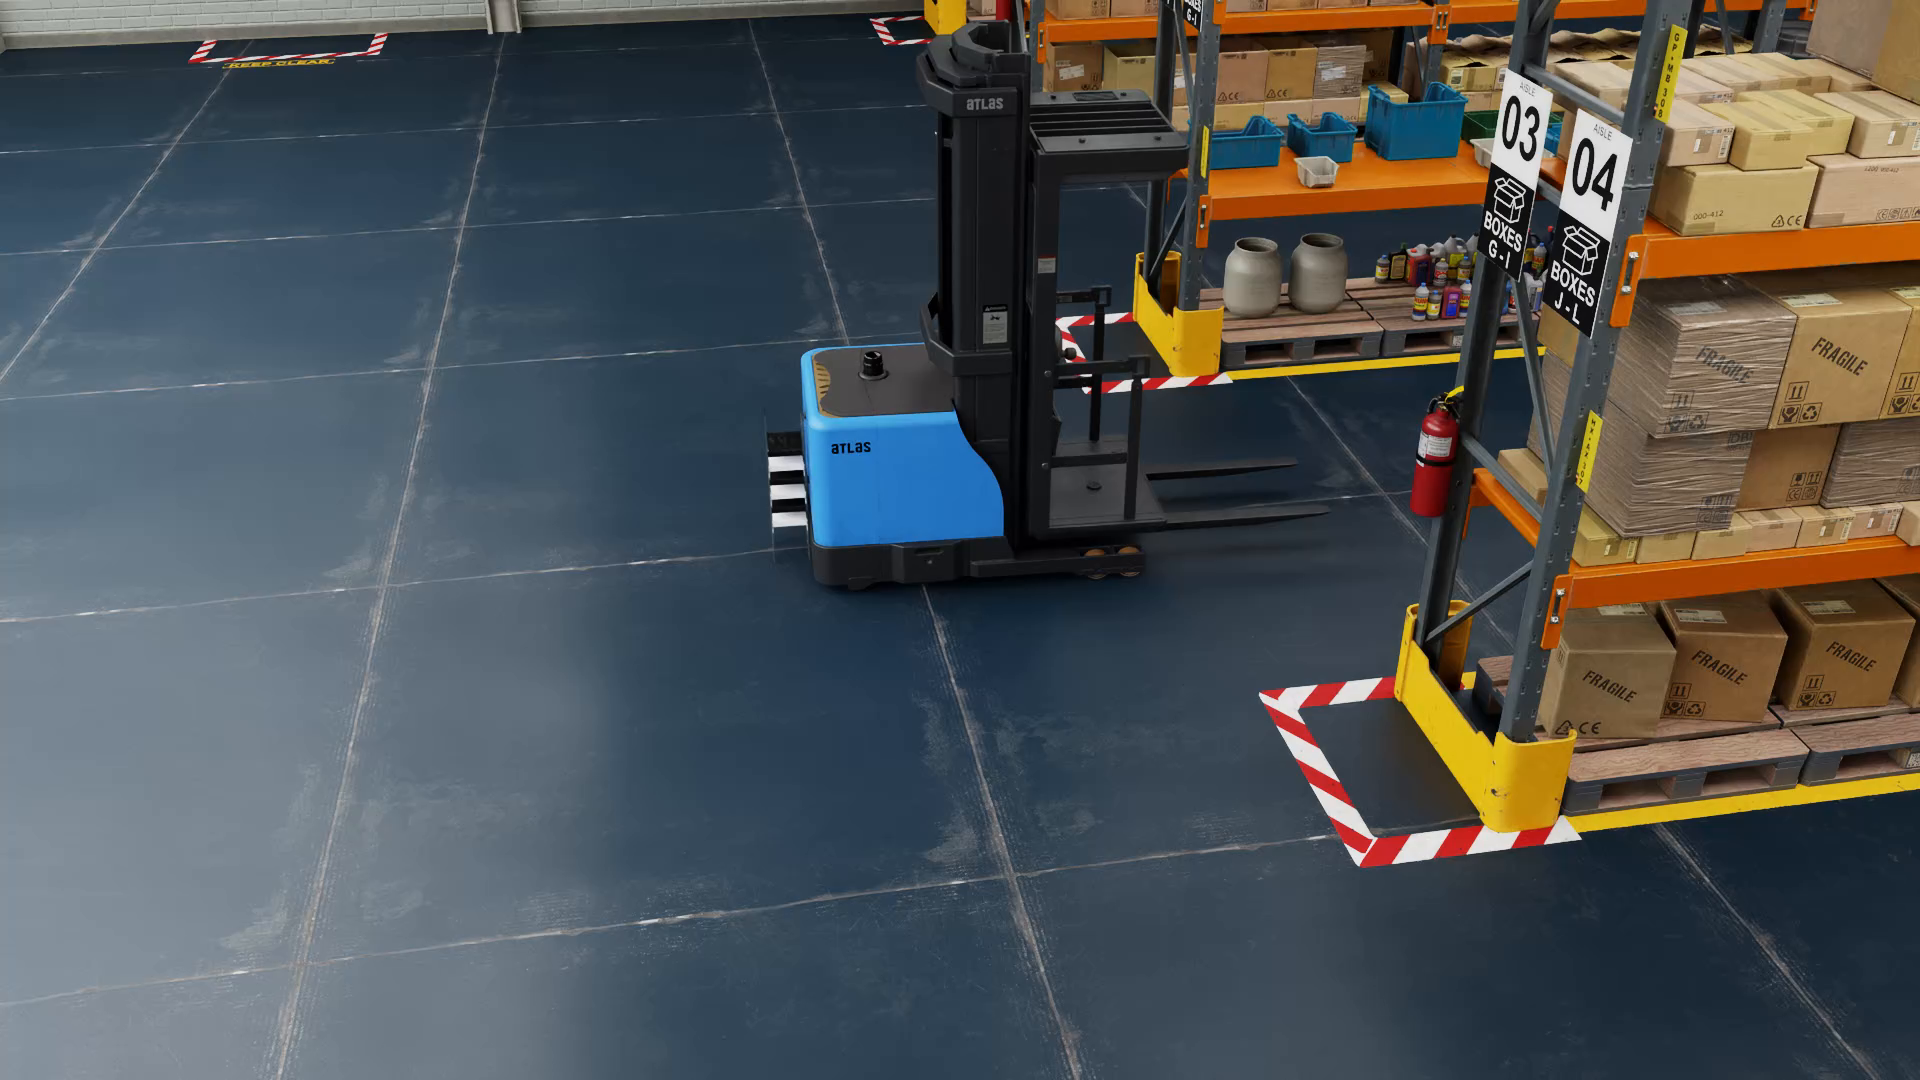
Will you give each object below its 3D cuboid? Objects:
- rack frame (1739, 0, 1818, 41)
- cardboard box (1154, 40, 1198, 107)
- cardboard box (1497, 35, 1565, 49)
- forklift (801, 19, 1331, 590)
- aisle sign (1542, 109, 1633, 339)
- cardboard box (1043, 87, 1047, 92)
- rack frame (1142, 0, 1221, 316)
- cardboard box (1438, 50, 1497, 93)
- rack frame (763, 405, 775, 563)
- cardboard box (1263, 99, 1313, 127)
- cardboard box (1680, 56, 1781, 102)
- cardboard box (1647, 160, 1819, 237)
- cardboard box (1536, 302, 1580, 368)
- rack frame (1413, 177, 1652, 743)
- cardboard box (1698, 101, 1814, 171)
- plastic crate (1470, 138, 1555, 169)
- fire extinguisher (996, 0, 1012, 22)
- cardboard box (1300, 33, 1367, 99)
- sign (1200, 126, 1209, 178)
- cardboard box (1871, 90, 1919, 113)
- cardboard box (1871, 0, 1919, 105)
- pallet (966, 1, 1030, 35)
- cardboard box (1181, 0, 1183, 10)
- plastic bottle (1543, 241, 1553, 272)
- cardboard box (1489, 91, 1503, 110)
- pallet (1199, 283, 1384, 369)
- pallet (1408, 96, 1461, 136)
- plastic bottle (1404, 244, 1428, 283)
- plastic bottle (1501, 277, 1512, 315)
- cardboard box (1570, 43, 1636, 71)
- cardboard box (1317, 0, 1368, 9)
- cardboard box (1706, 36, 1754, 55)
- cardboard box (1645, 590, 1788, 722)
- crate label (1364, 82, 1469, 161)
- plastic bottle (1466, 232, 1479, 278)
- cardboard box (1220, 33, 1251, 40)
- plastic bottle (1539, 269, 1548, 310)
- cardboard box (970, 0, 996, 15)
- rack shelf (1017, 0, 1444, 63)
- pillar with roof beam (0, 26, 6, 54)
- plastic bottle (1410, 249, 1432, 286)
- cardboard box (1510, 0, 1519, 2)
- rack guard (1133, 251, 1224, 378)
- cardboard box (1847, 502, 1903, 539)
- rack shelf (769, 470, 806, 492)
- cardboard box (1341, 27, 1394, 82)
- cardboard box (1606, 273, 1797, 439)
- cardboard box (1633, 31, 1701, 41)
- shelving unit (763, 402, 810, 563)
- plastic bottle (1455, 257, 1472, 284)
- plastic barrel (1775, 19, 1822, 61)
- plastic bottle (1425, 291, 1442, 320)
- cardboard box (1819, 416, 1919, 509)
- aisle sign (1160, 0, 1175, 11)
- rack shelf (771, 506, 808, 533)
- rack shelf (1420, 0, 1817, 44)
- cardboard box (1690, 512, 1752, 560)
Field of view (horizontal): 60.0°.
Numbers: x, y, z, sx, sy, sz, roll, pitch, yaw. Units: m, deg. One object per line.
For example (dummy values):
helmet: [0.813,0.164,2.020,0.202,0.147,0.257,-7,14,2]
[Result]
rack frame: [8.503,-5.920,16.974,0.127,3.000,1.000,-5,31,-9]
cardboard box: [2.183,-4.546,16.195,0.500,0.500,0.500,-5,31,-9]
cardboard box: [5.917,-5.068,17.269,0.500,0.311,0.500,-5,31,-9]
forklift: [0.625,-1.305,9.193,3.031,2.935,1.130,-4,31,-6]
aisle sign: [2.408,-1.216,6.408,0.004,0.787,0.394,-5,31,-9]
cardboard box: [1.108,-4.382,16.656,0.500,0.250,0.500,-5,31,-9]
rack frame: [1.523,-2.720,11.531,0.127,3.000,1.000,-5,31,-9]
cardboard box: [5.020,-4.706,16.654,0.500,0.311,0.500,-5,31,-9]
rack frame: [-1.091,-0.317,9.516,0.006,0.900,0.240,-4,31,-6]
cardboard box: [3.169,-4.306,16.527,0.500,0.250,0.500,-5,31,-9]
cardboard box: [3.158,-1.877,6.892,0.250,0.149,0.380,-7,31,-11]
cardboard box: [2.935,-1.394,6.465,0.500,0.250,0.500,-4,31,-7]
cardboard box: [2.911,-1.026,7.272,0.500,0.500,0.500,-5,31,-9]
rack frame: [2.415,-0.251,7.331,0.127,3.000,1.000,-5,31,-9]
cardboard box: [3.000,-1.536,6.313,0.250,0.149,0.380,-5,31,-8]
plastic crate: [3.906,-2.697,11.752,0.437,0.136,0.530,-5,31,-9]
fire extinguisher: [0.434,-5.378,16.127,0.183,0.674,0.296,-5,31,-9]
cardboard box: [3.658,-4.683,16.428,0.500,0.500,0.500,-5,31,-9]
sign: [1.618,-2.565,10.994,0.005,0.325,0.100,-5,31,-9]
cardboard box: [3.746,-1.630,6.473,0.250,0.149,0.380,-5,31,-9]
cardboard box: [3.924,-1.931,6.345,0.500,0.500,0.500,-5,31,-9]
pallet: [0.619,-6.521,20.746,1.213,0.211,1.003,-5,31,-9]
cardboard box: [2.101,-5.362,15.926,0.500,0.500,0.700,-5,31,-9]
plastic bottle: [4.615,-2.194,12.816,0.185,0.351,0.144,-5,31,-9]
cardboard box: [5.513,-4.510,16.874,0.500,0.250,0.500,-5,31,-8]
pallet: [2.389,-1.620,12.411,1.213,0.211,1.003,-5,31,-9]
pallet: [5.286,-4.440,17.207,1.213,0.211,1.003,-5,31,-9]
plastic bottle: [3.503,-2.131,12.783,0.135,0.276,0.152,-5,31,-9]
plastic bottle: [3.997,-1.803,12.229,0.097,0.271,0.097,0,30,0]
cardboard box: [6.532,-4.847,16.894,0.500,0.311,0.500,-4,31,-8]
cardboard box: [3.616,-5.503,16.166,0.500,0.500,0.700,-6,31,-9]
cardboard box: [8.033,-4.987,17.132,0.500,0.311,0.500,-5,31,-8]
cardboard box: [3.614,0.526,8.063,0.500,0.500,0.500,2,31,4]
crate label: [3.284,-3.038,12.037,0.616,0.435,0.502,-5,31,-9]
plastic bottle: [3.985,-2.210,12.843,0.185,0.351,0.144,-6,31,-9]
cardboard box: [2.581,-4.850,16.712,0.500,0.500,0.500,-5,31,-9]
plastic bottle: [4.369,-1.884,12.288,0.185,0.351,0.144,-5,31,-9]
cardboard box: [0.435,-6.708,20.533,0.500,0.311,0.500,-9,32,-15]
rack shelf: [2.602,-5.063,16.225,4.000,0.370,1.077,-5,31,-9]
pillar with roof beam: [-10.757,-7.499,13.740,0.400,9.000,9.100,-5,31,-9]
plastic bottle: [3.523,-2.081,12.691,0.133,0.283,0.061,-5,31,-9]
cardboard box: [5.477,-5.426,16.381,0.250,0.149,0.380,-5,31,-9]
rack guard: [1.589,-1.673,12.216,0.348,0.500,1.175,-5,31,-9]
cardboard box: [3.966,-0.167,7.437,0.250,0.149,0.380,-5,31,-9]
rack shelf: [-0.991,-0.373,9.498,0.200,0.077,0.258,-4,31,-6]
cardboard box: [4.056,-4.988,16.947,0.500,0.500,0.500,-5,31,-9]
cardboard box: [3.005,-0.767,6.832,0.500,0.500,0.500,-5,31,-9]
cardboard box: [7.420,-5.204,17.501,0.500,0.311,0.500,-6,31,-10]
shelving unit: [-0.991,-0.324,9.527,0.210,0.900,0.258,-4,31,-6]
plastic bottle: [3.867,-2.073,12.757,0.097,0.201,0.097,0,30,0]
plastic barrel: [5.892,-3.186,11.828,0.708,0.901,0.600,-5,31,-9]
plastic bottle: [3.464,-1.723,12.162,0.097,0.201,0.097,0,30,0]
cardboard box: [3.931,-0.588,7.513,0.500,0.500,0.875,-5,31,-9]
aisle sign: [1.398,-3.982,11.113,0.004,0.787,0.394,-5,31,-9]
rack shelf: [-0.991,-0.140,9.635,0.200,0.077,0.258,-4,31,-6]
rack shelf: [6.536,-5.428,16.846,4.000,0.370,1.077,-5,31,-9]
cardboard box: [3.236,-0.078,7.286,0.250,0.149,0.380,-5,31,-9]
